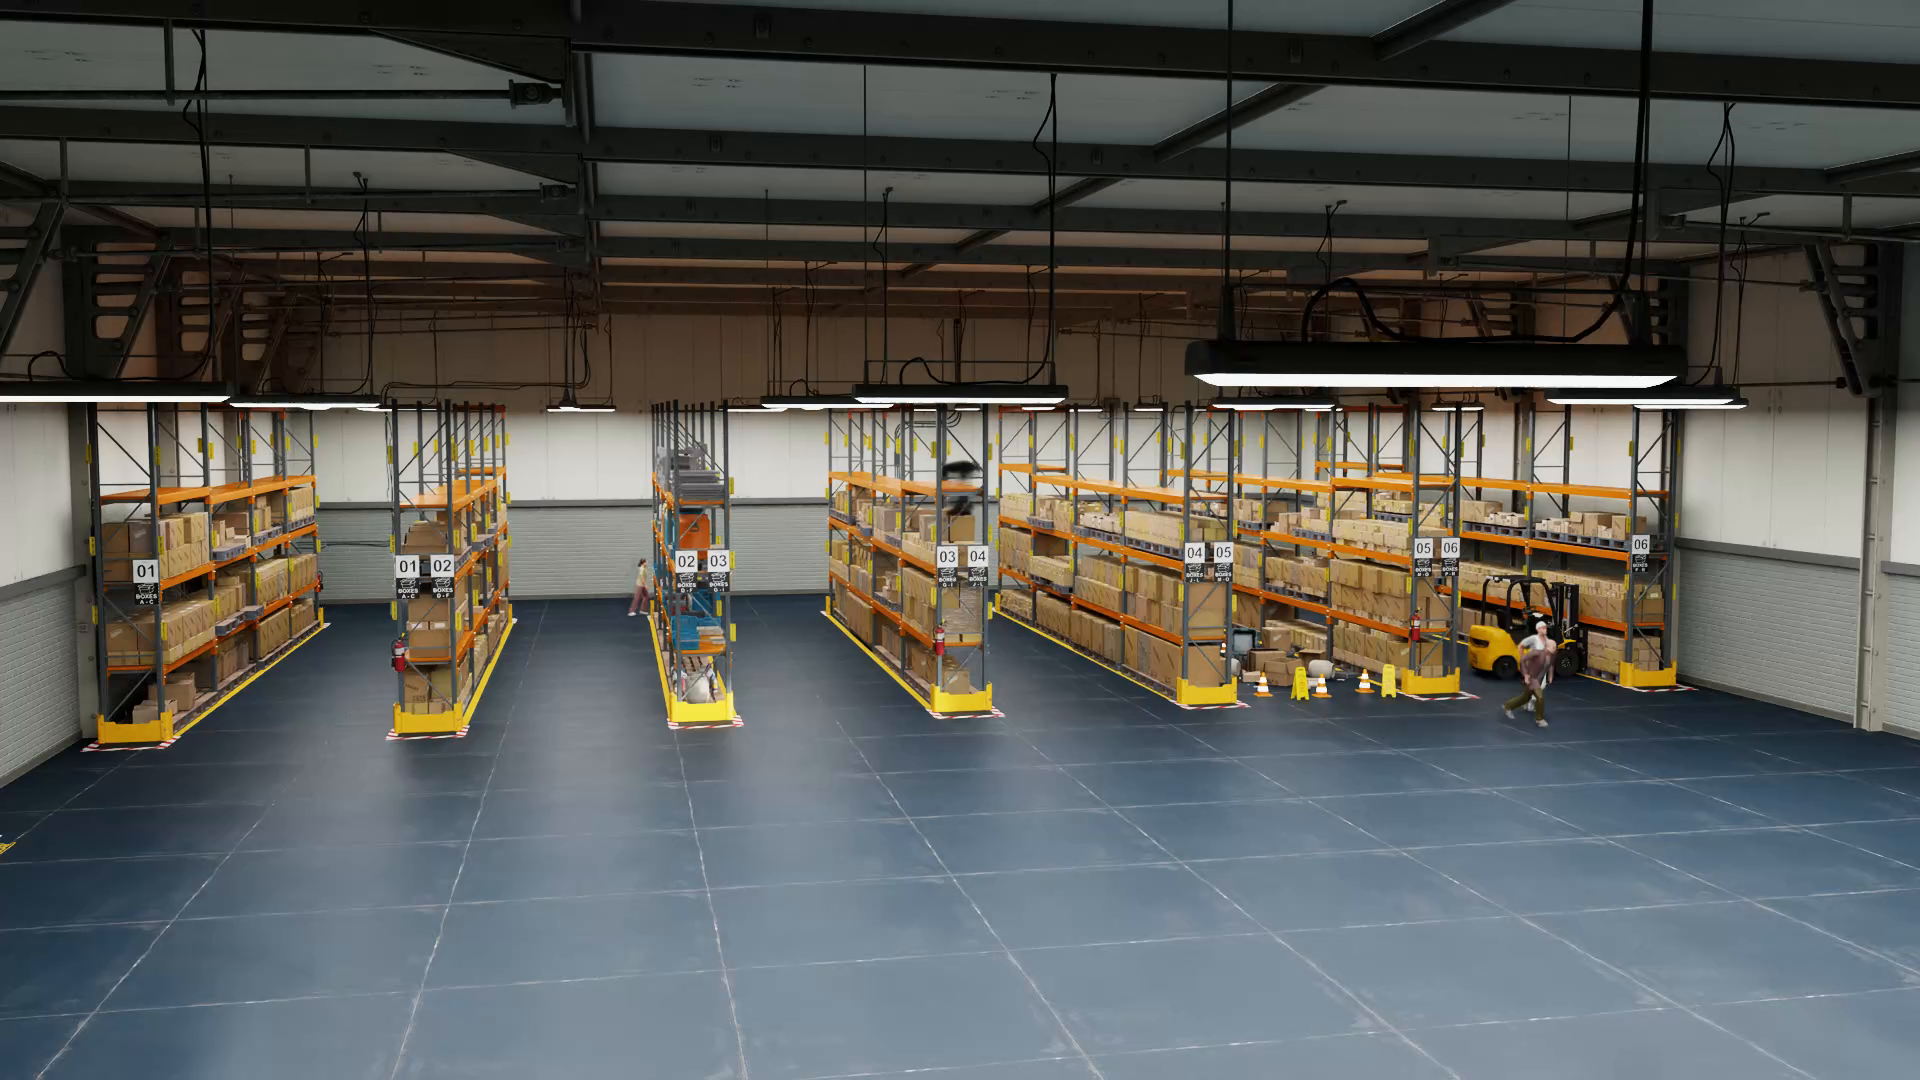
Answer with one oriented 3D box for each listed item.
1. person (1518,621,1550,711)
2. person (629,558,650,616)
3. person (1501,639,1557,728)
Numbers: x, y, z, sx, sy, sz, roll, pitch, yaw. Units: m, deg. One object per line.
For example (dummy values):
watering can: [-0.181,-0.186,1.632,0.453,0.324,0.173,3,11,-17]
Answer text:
person: [11.165,2.433,32.029,0.671,1.732,0.600,-3,5,-34]
person: [-9.171,1.332,47.510,0.590,1.651,0.589,0,4,-4]
person: [10.556,2.663,30.842,0.708,1.506,1.117,-3,5,-31]
